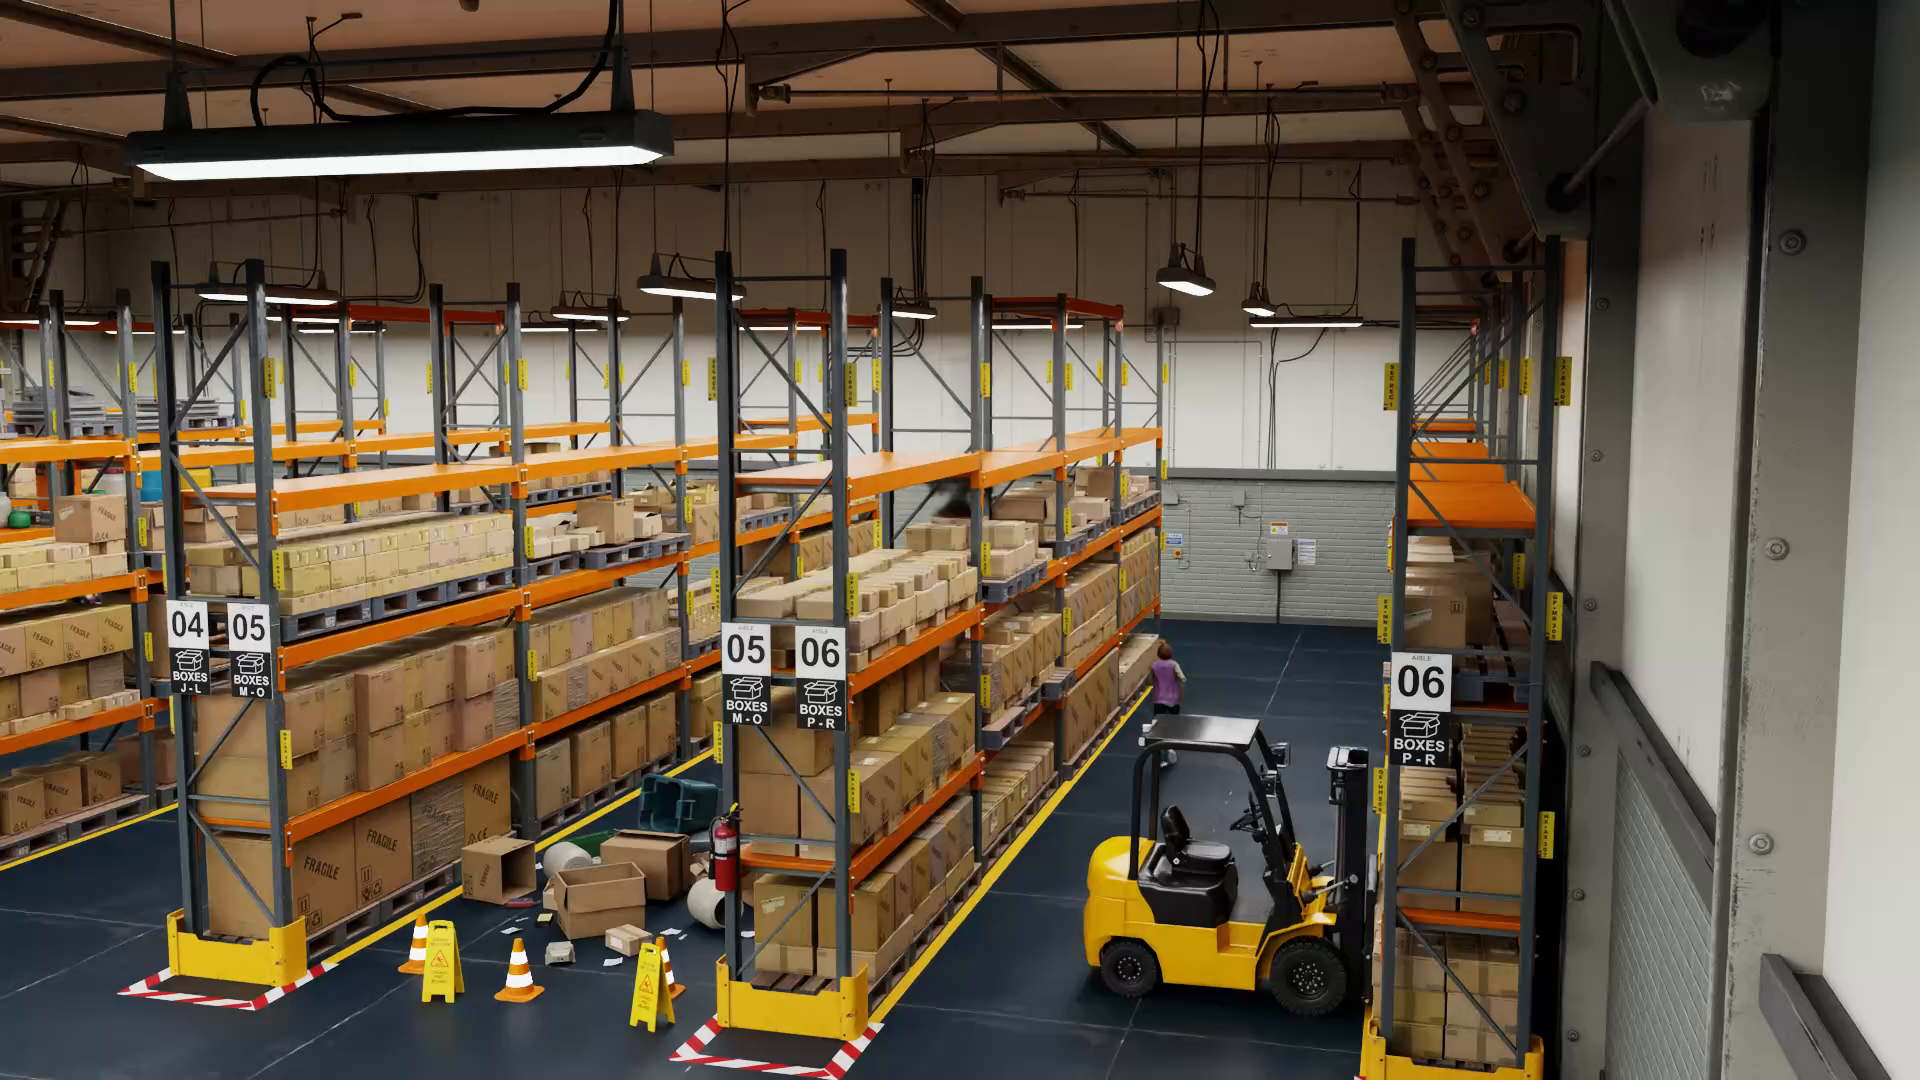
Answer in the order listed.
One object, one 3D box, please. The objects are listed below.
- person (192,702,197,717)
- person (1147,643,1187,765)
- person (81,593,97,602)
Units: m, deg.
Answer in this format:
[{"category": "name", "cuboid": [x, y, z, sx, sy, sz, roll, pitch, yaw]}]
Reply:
[{"category": "person", "cuboid": [-10.579, 1.846, 23.247, 0.604, 1.704, 0.907, 1, 6, 12]}, {"category": "person", "cuboid": [2.663, 2.109, 21.387, 0.517, 1.591, 0.638, 1, 6, 10]}, {"category": "person", "cuboid": [-15.395, 1.130, 29.533, 0.681, 1.807, 0.926, 1, 6, 10]}]
